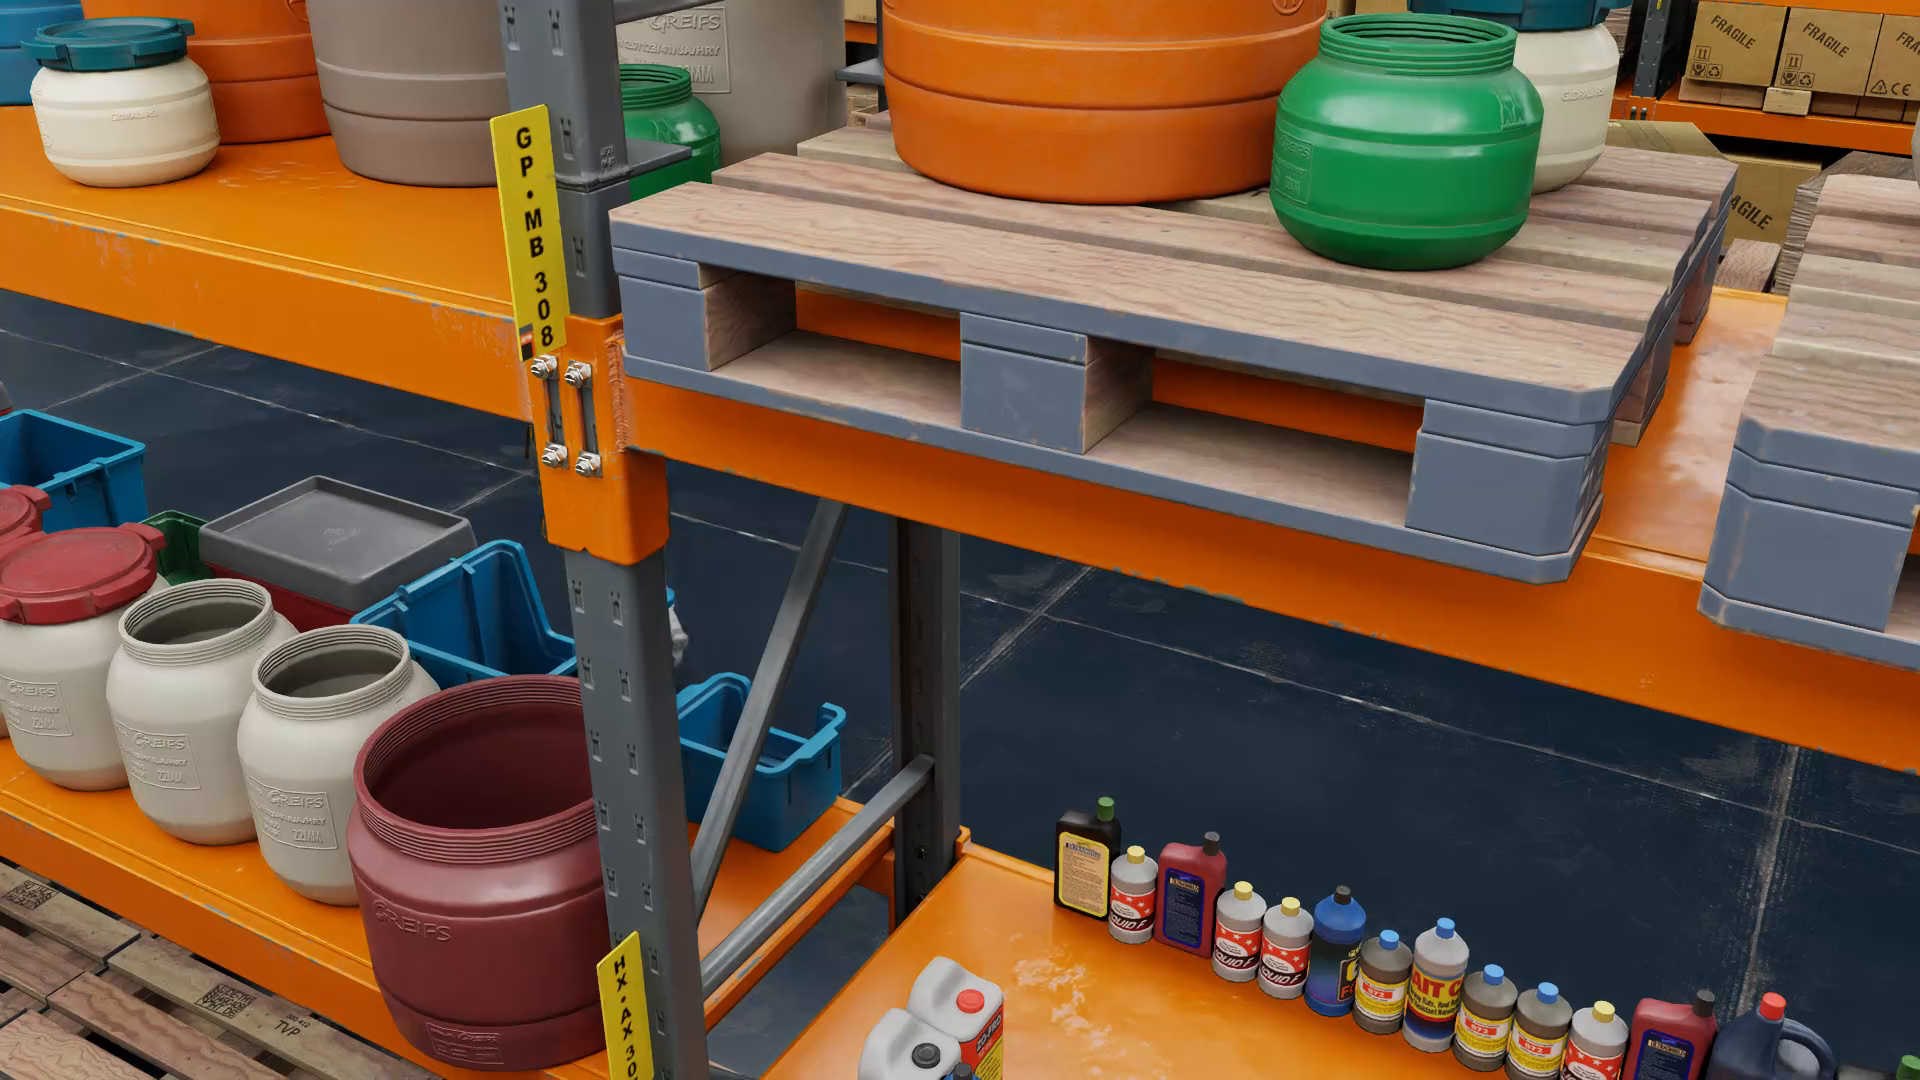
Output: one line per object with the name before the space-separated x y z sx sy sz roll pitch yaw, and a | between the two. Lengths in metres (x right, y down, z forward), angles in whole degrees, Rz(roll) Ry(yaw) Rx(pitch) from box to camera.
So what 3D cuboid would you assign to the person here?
person | -1.351 -0.159 6.376 0.484 1.653 0.486 20 33 35
